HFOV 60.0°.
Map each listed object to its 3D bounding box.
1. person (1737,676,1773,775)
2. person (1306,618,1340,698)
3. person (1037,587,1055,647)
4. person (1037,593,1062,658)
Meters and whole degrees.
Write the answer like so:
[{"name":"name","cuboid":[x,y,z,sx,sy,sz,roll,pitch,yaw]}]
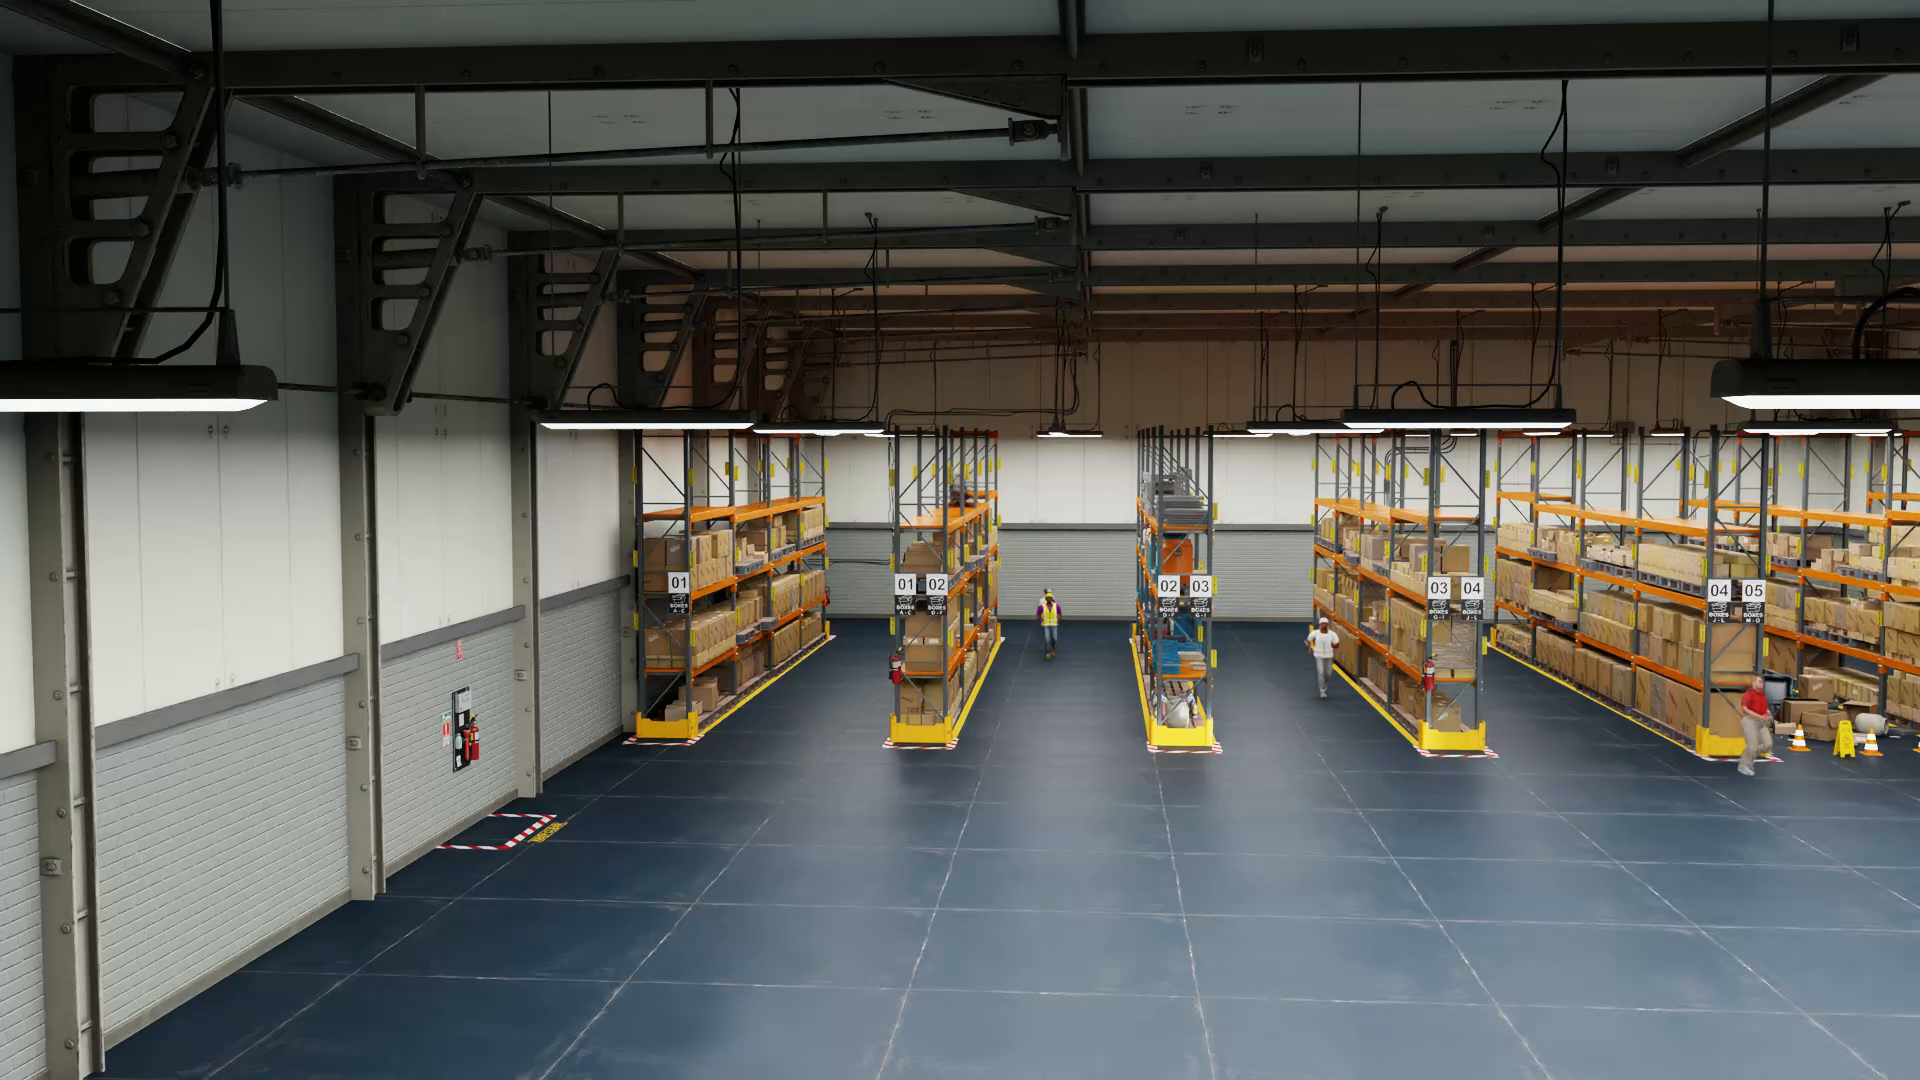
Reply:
[{"name":"person","cuboid":[13.665,3.168,28.469,0.699,1.696,0.604,-2,4,-32]},{"name":"person","cuboid":[8.109,2.601,37.101,0.699,1.747,0.968,0,3,3]},{"name":"person","cuboid":[2.369,2.159,45.405,0.554,1.745,0.808,-1,3,-9]},{"name":"person","cuboid":[2.350,2.243,43.405,0.688,1.721,0.582,0,3,-4]}]
